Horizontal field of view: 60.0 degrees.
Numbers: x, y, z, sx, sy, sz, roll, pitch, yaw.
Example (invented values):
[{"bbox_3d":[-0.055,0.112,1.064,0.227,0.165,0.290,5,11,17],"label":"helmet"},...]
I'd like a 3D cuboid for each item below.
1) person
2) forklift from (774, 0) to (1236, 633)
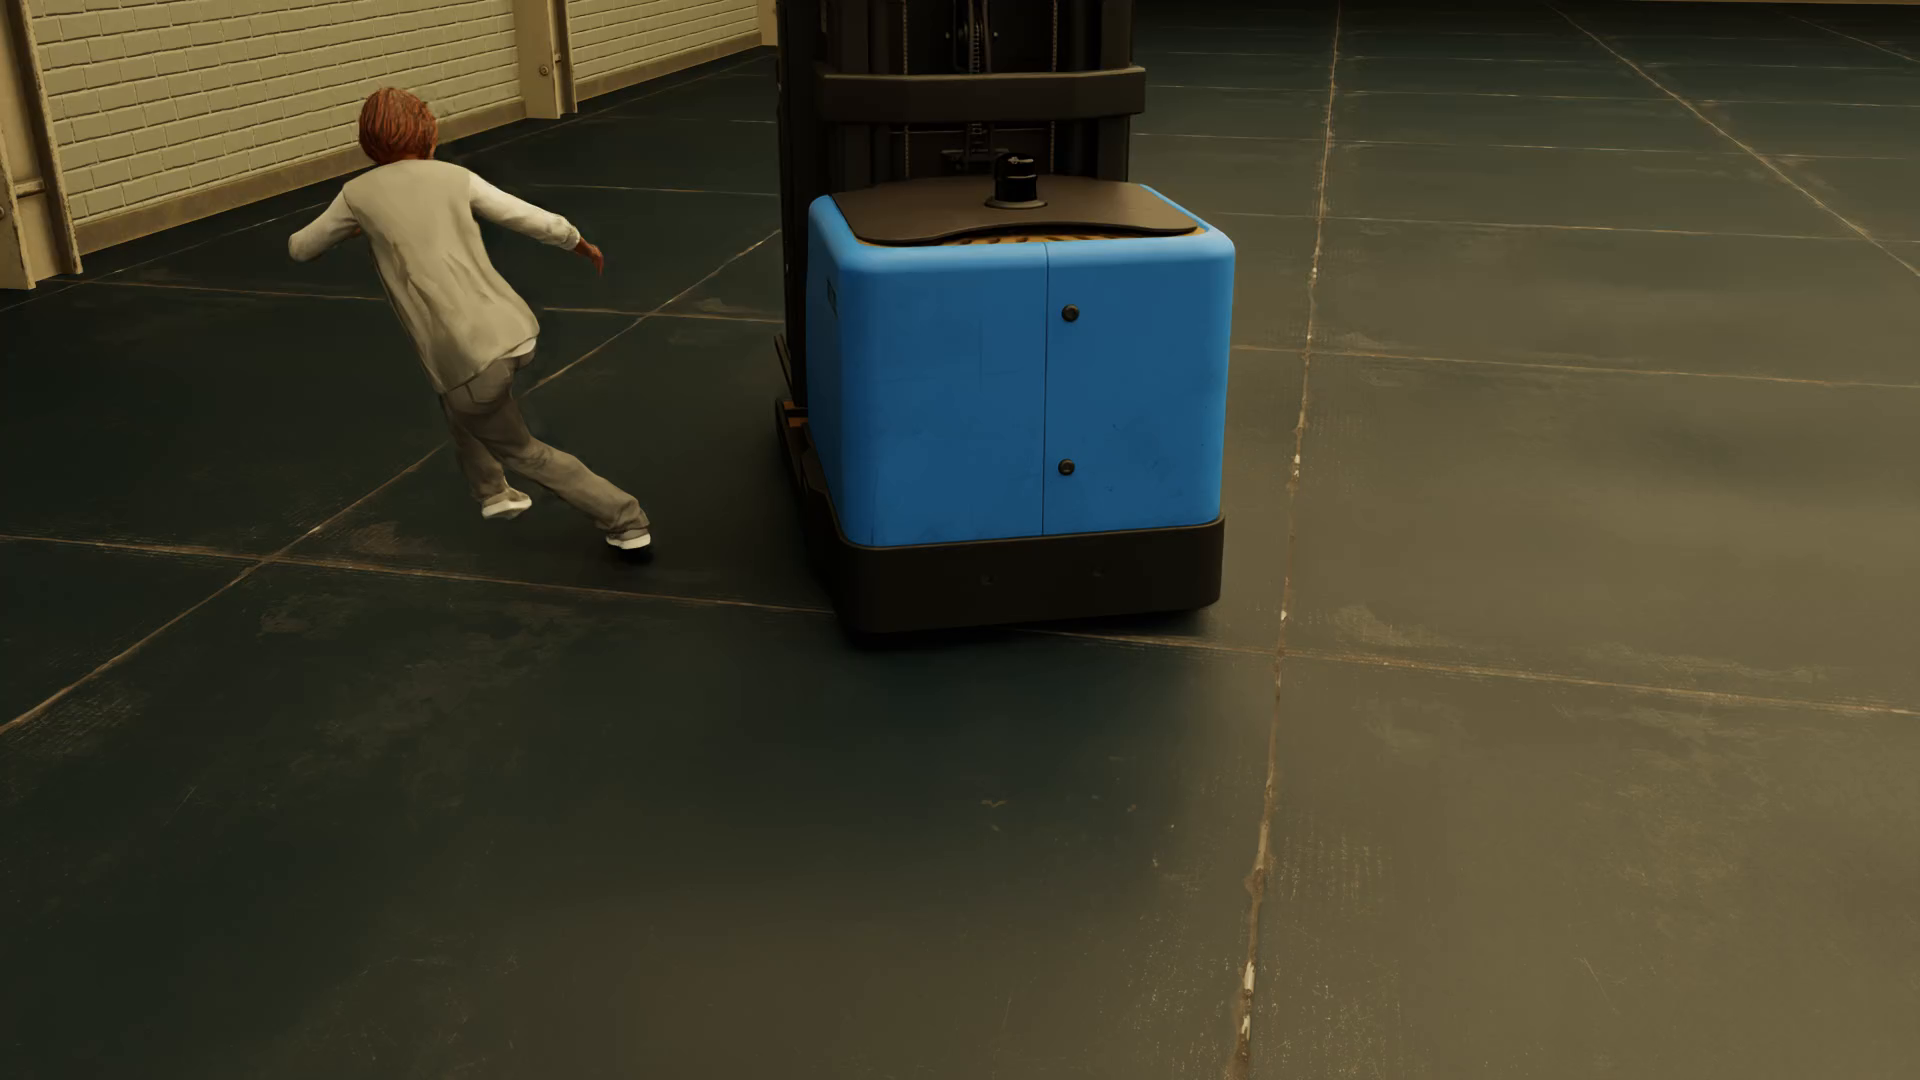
[{"bbox_3d":[-1.399,-0.605,4.797,0.848,1.368,0.820,-18,28,-38],"label":"person"},{"bbox_3d":[-0.055,-1.637,5.281,1.130,2.935,3.031,-4,23,-10],"label":"forklift"}]
